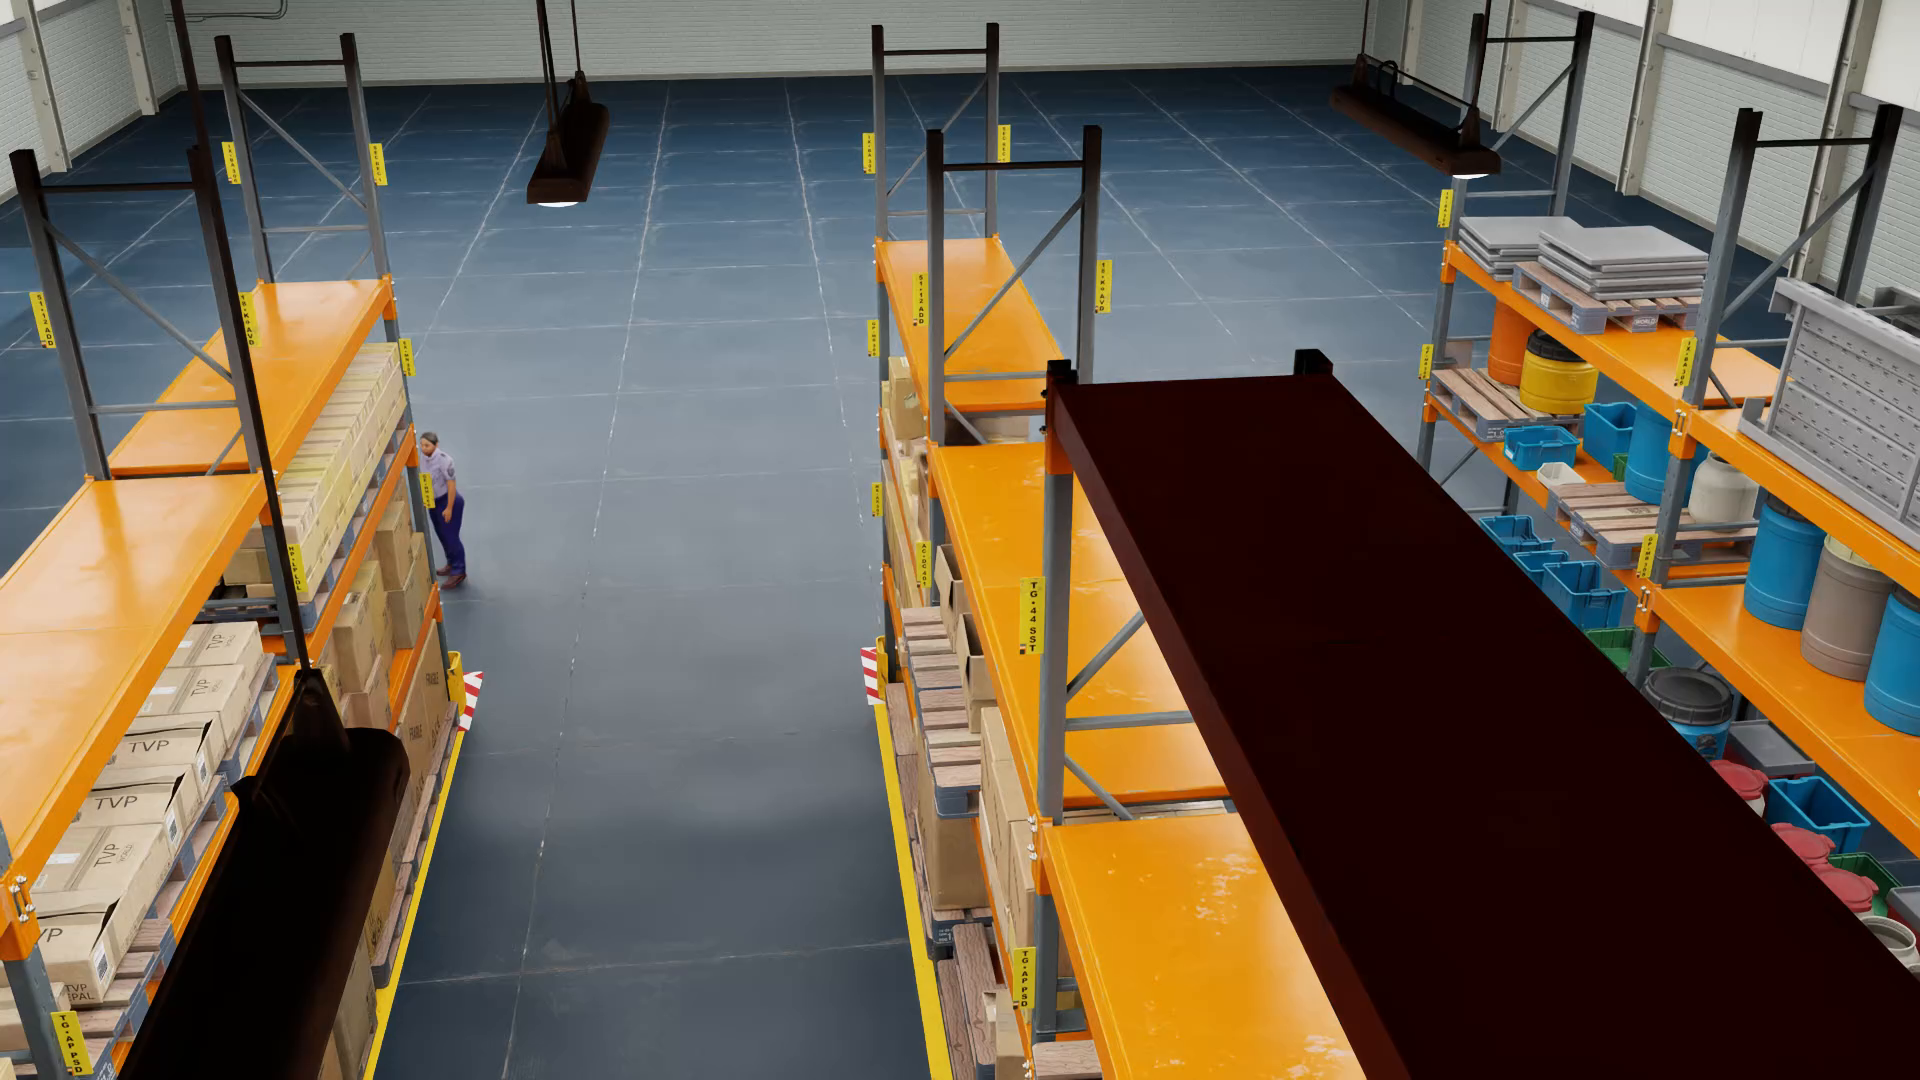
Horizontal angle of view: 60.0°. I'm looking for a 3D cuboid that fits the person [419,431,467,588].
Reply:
[{"bbox_3d":[-5.426,-0.359,17.346,0.493,1.662,0.420,20,32,36],"label":"person"}]
